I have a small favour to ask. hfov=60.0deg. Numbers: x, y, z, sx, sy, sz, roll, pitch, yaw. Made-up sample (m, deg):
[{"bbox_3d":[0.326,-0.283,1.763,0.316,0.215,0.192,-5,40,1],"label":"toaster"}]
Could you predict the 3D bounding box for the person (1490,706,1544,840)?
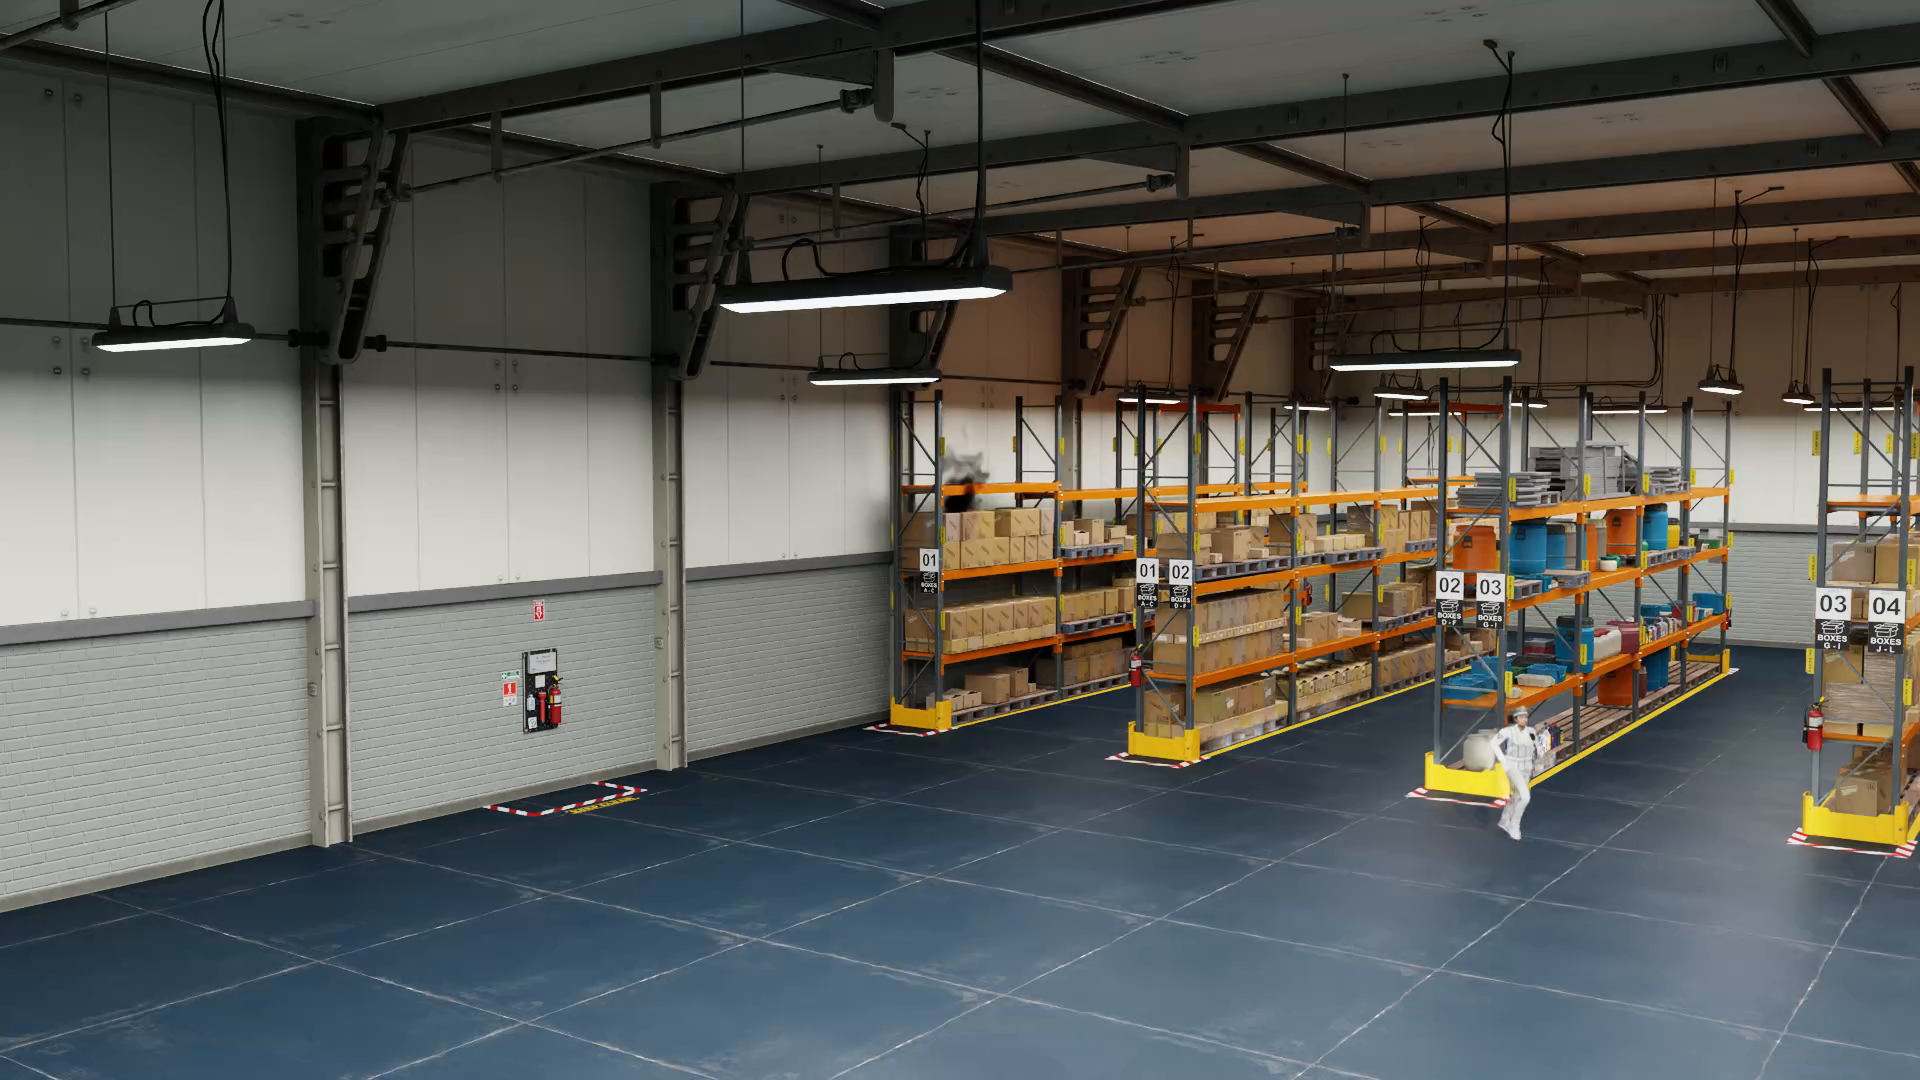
[{"bbox_3d":[7.163,2.975,21.281,0.560,1.736,0.704,-1,3,-20],"label":"person"}]
